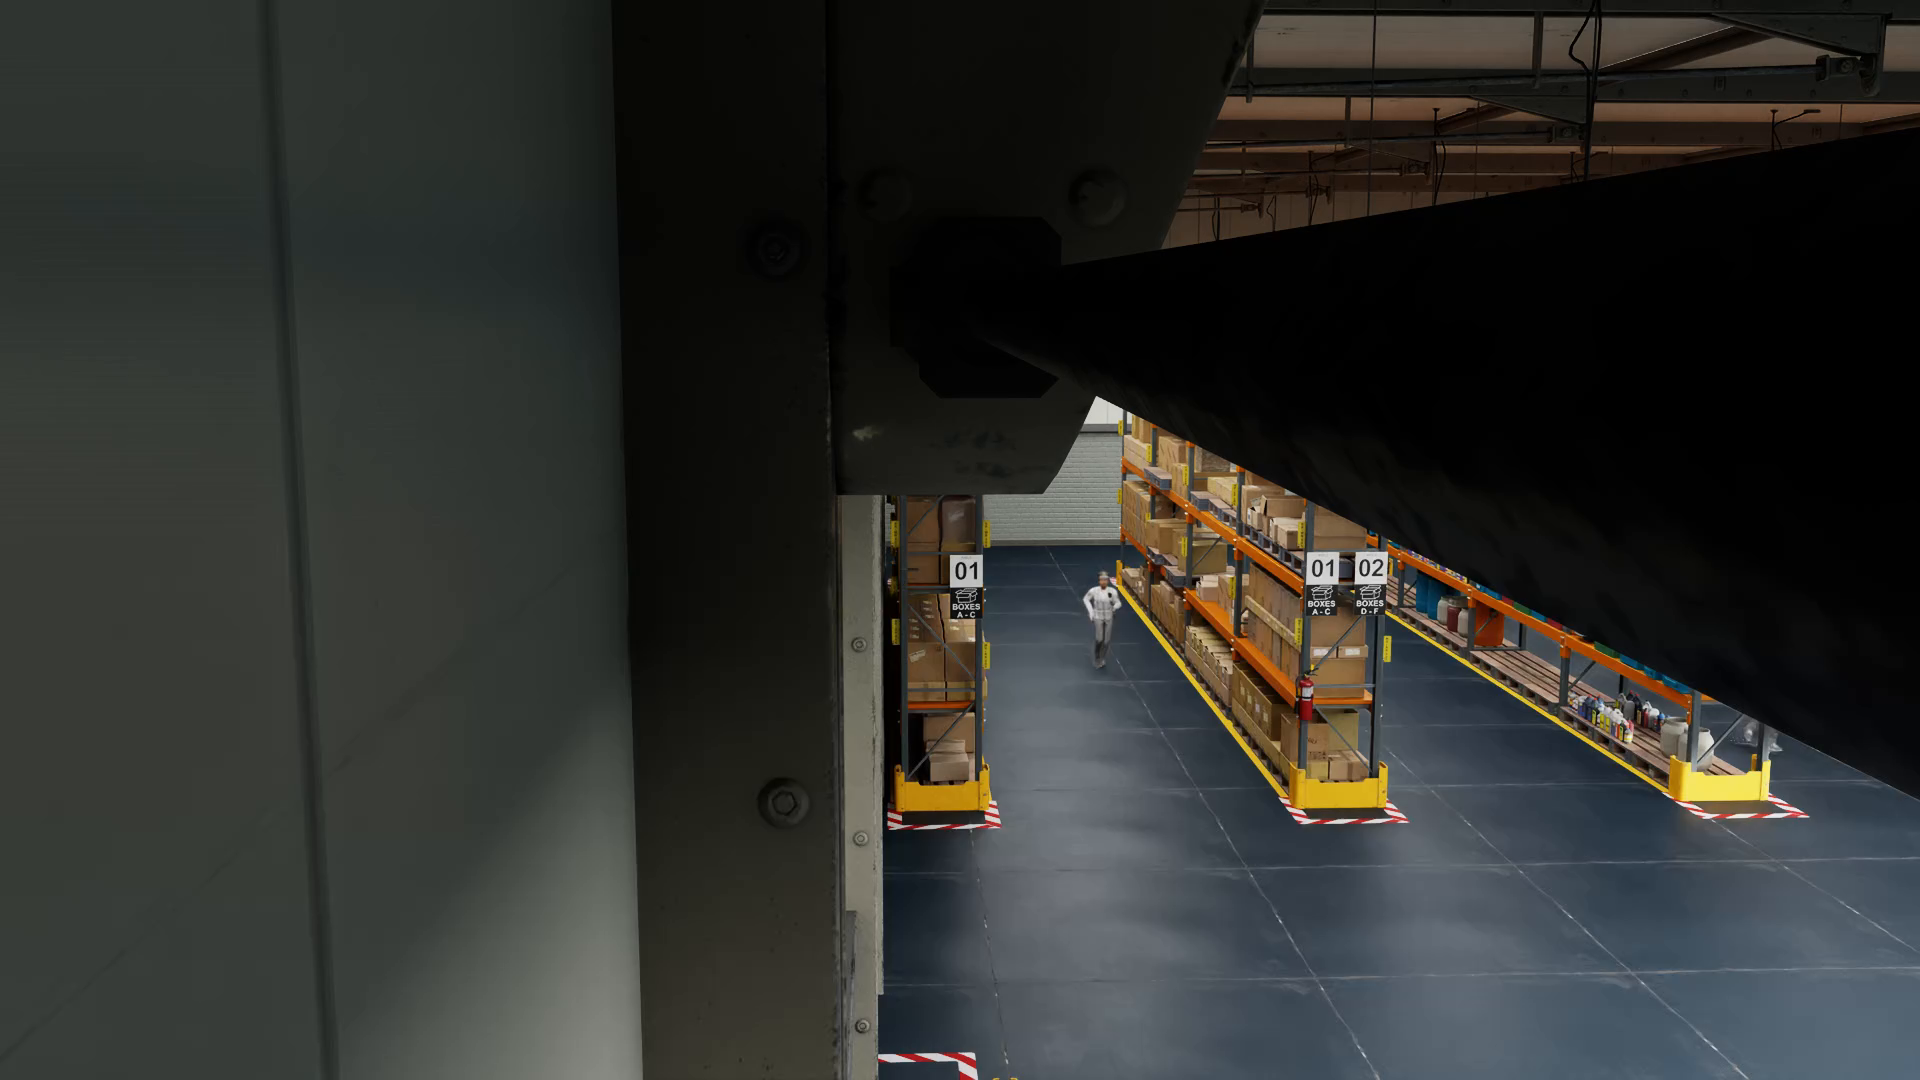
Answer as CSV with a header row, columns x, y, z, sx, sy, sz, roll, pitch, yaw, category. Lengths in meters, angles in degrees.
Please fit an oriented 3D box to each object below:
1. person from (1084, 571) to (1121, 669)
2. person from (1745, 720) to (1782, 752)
x,y,z,sx,sy,sz,roll,pitch,yaw,category
2.429,1.358,28.177,0.616,1.679,0.642,0,8,-2,person
11.341,2.162,23.133,0.575,1.567,0.629,-3,9,-19,person
